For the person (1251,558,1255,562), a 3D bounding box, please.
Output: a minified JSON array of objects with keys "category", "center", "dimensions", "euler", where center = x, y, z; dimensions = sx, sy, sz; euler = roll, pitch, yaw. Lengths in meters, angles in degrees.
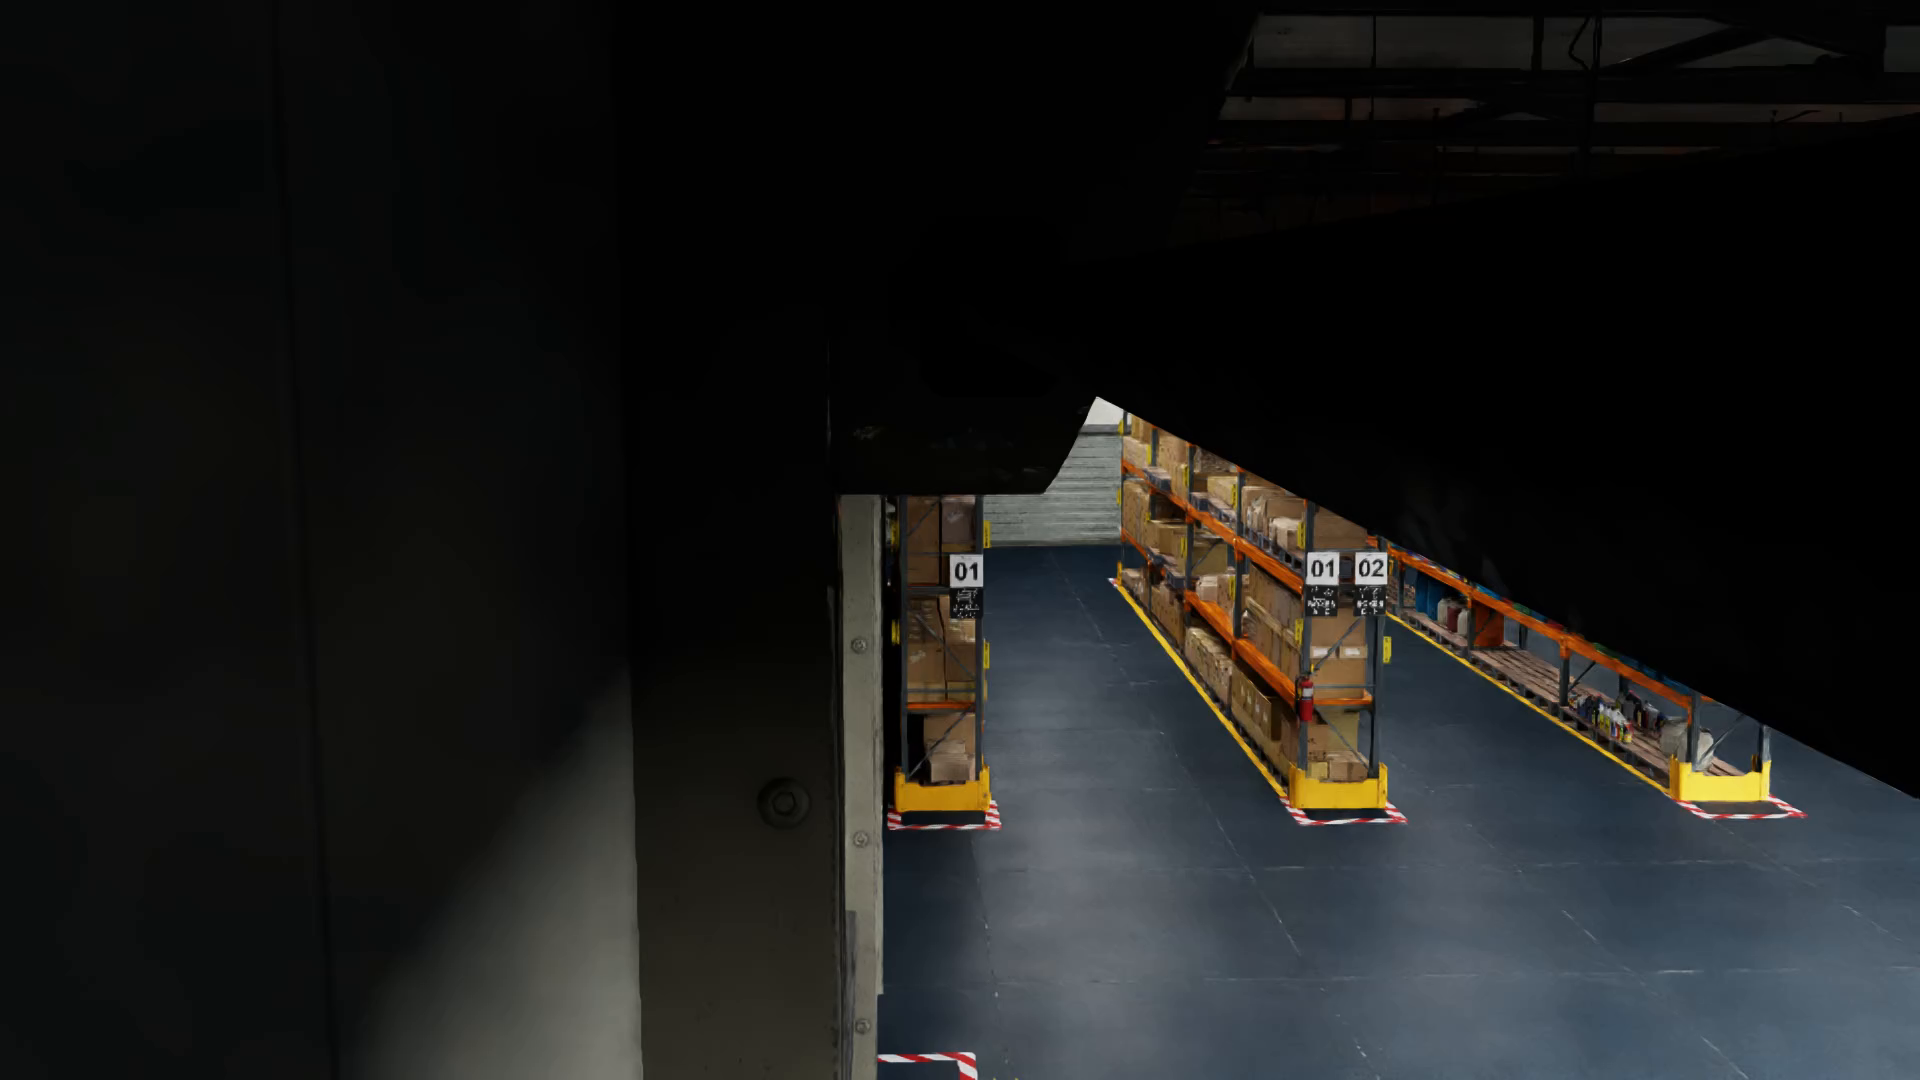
[{"category":"person","center":[6.176,0.564,33.445],"dimensions":[0.682,1.715,0.536],"euler":[-1,8,-4]}]
